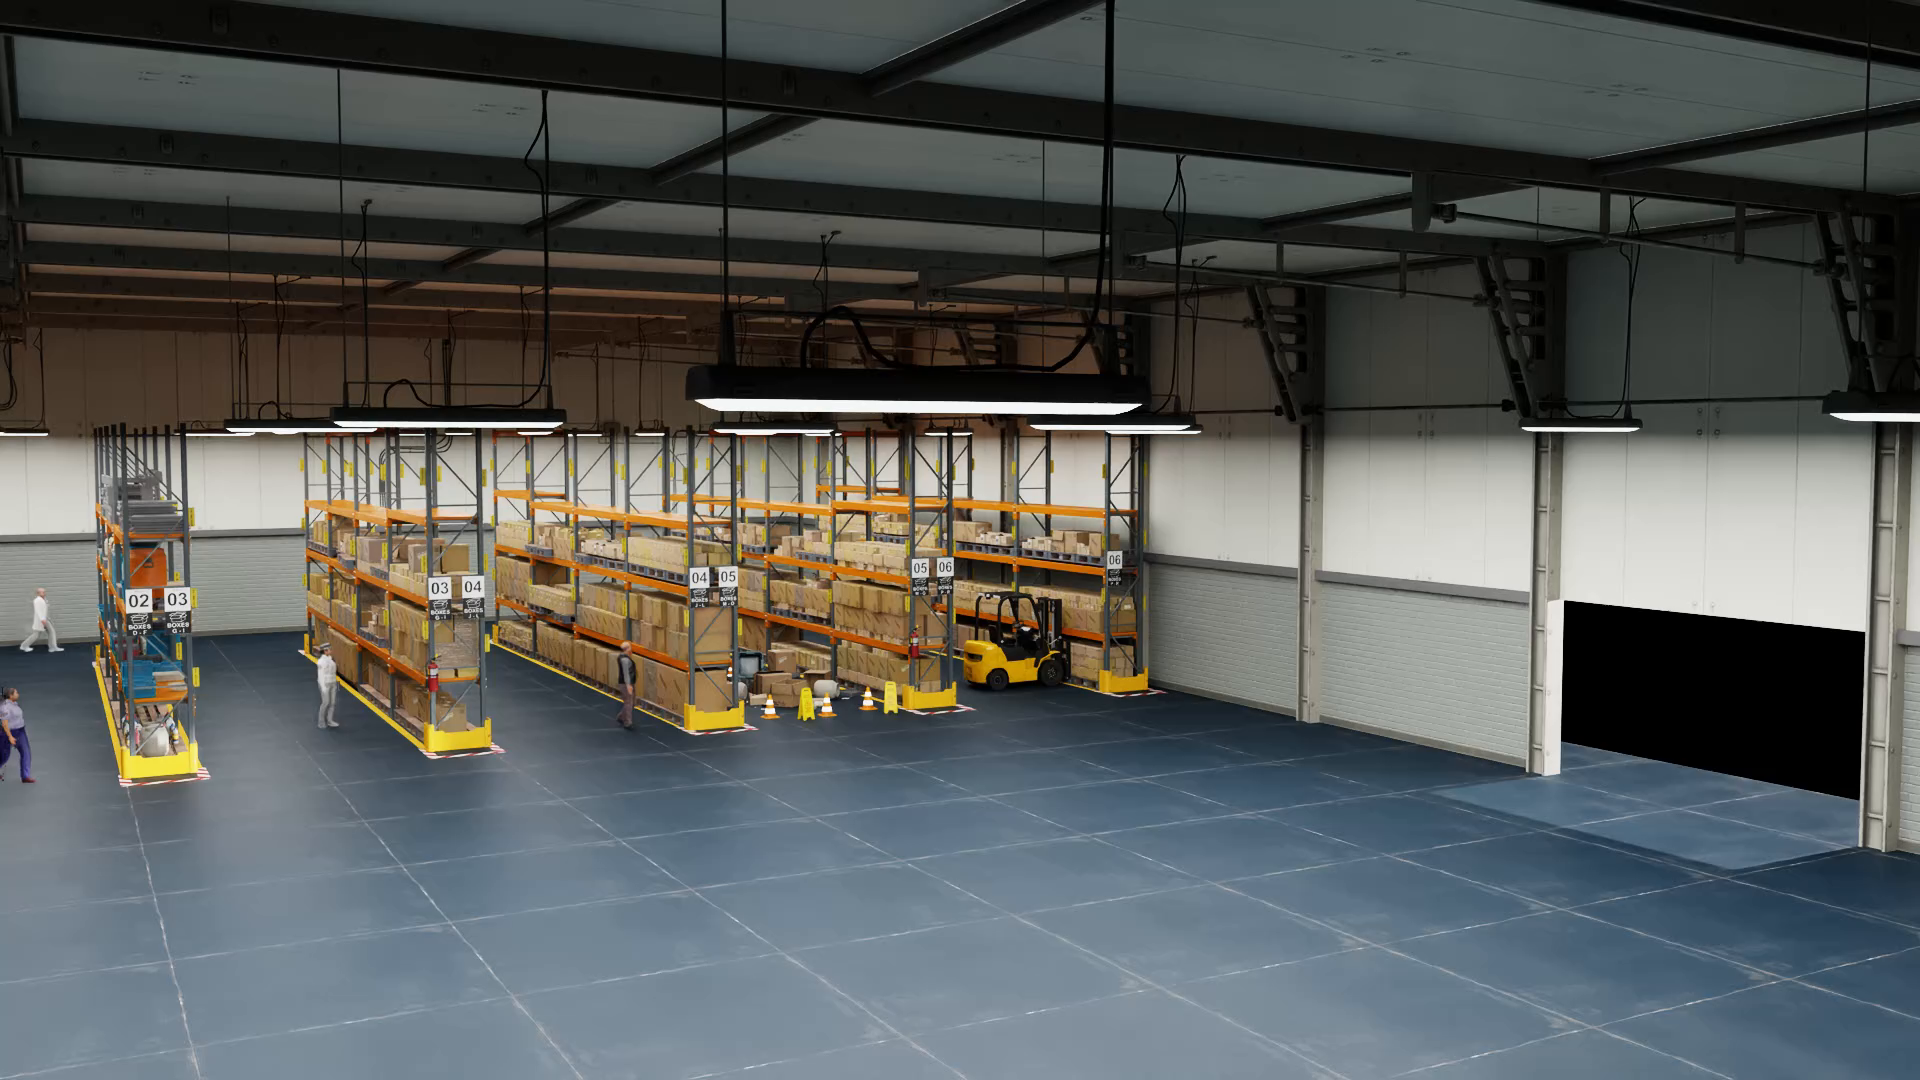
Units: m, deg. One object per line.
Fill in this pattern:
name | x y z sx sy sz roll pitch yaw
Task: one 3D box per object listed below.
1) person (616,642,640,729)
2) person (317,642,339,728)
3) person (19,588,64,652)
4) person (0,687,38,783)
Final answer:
person | -6.593 2.876 32.946 0.490 1.732 0.602 0 3 -6
person | -12.614 2.918 33.199 0.349 1.760 0.535 1 4 15
person | -24.633 2.159 44.579 1.061 1.737 0.602 0 3 -5
person | -15.792 3.292 27.642 0.908 1.509 0.451 2 4 28
